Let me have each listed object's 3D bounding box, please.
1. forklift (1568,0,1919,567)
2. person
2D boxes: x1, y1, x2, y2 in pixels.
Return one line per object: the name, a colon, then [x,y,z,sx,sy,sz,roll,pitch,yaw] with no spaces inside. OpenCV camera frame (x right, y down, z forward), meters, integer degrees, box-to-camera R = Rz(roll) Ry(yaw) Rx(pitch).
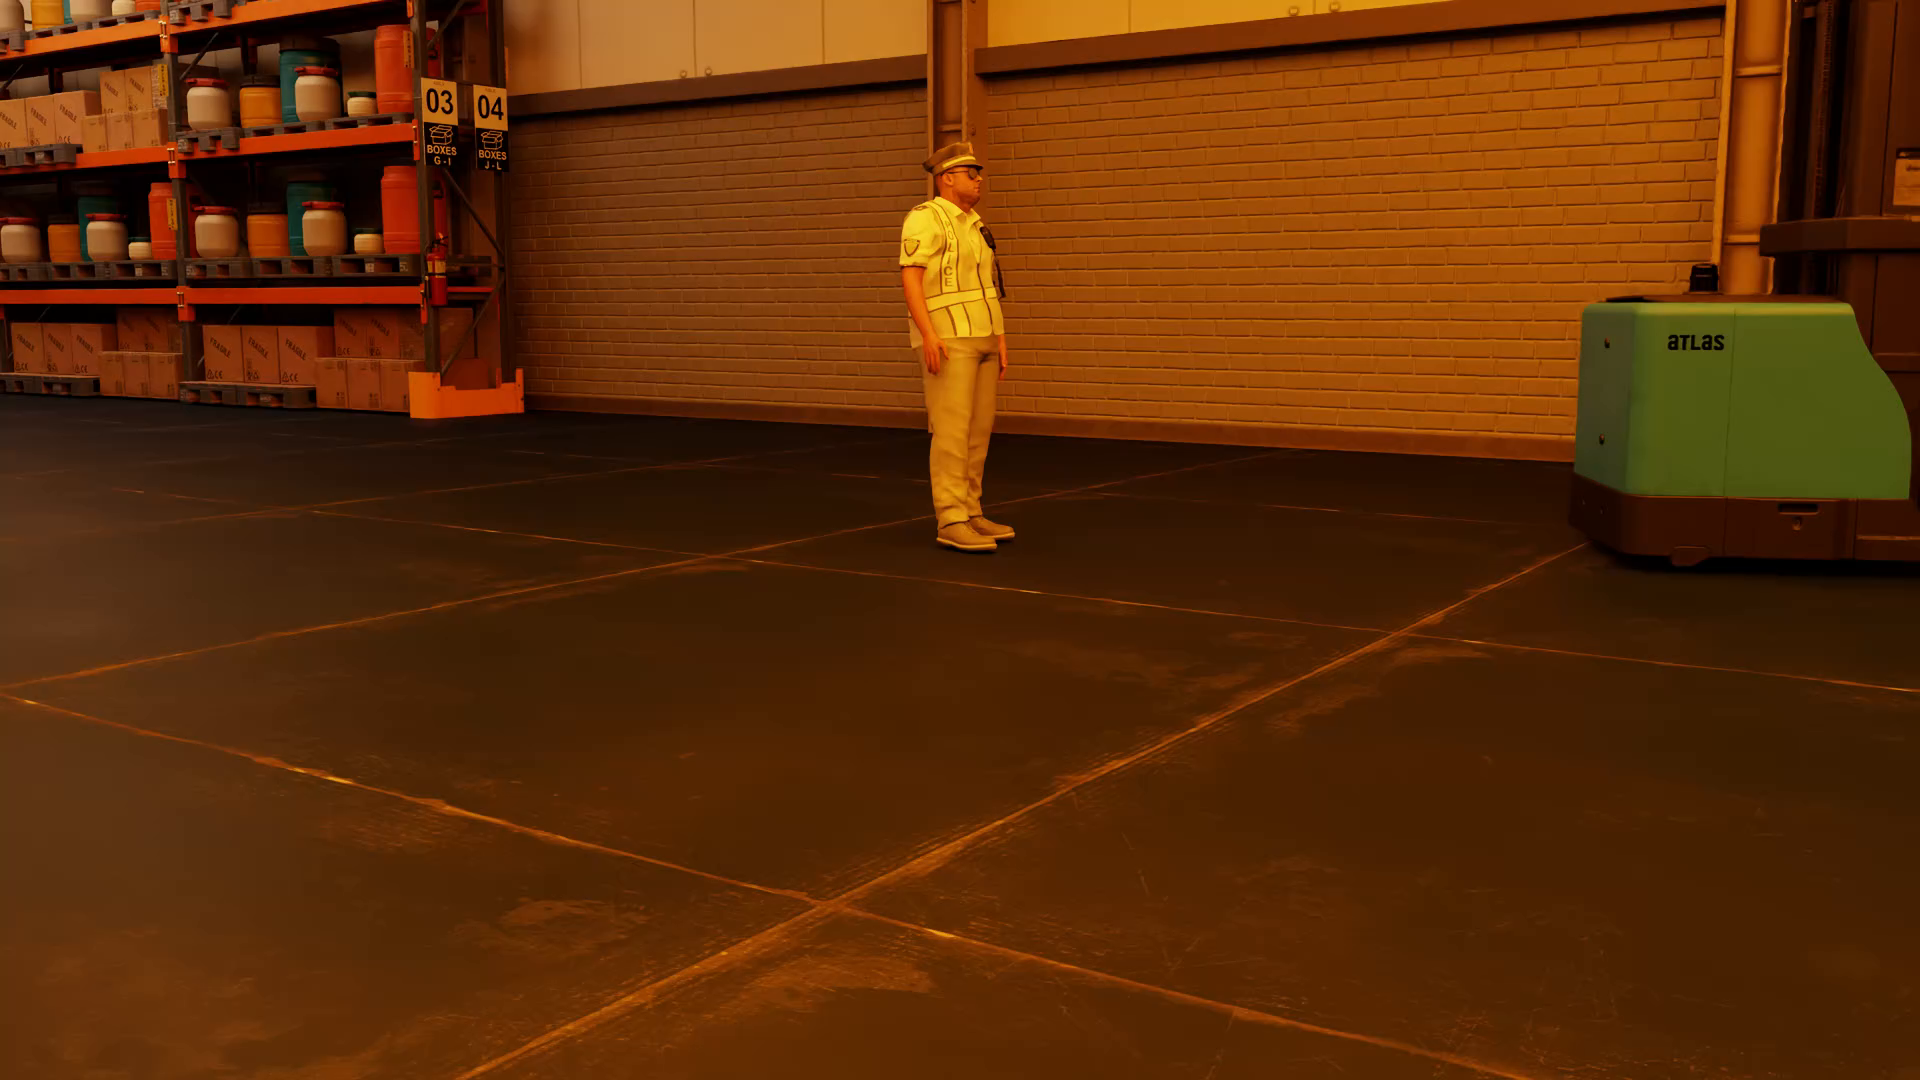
forklift: [4.228,-1.365,6.793,3.031,2.935,1.130,1,8,7]
person: [0.057,-0.882,7.424,0.575,1.781,0.640,5,10,34]
